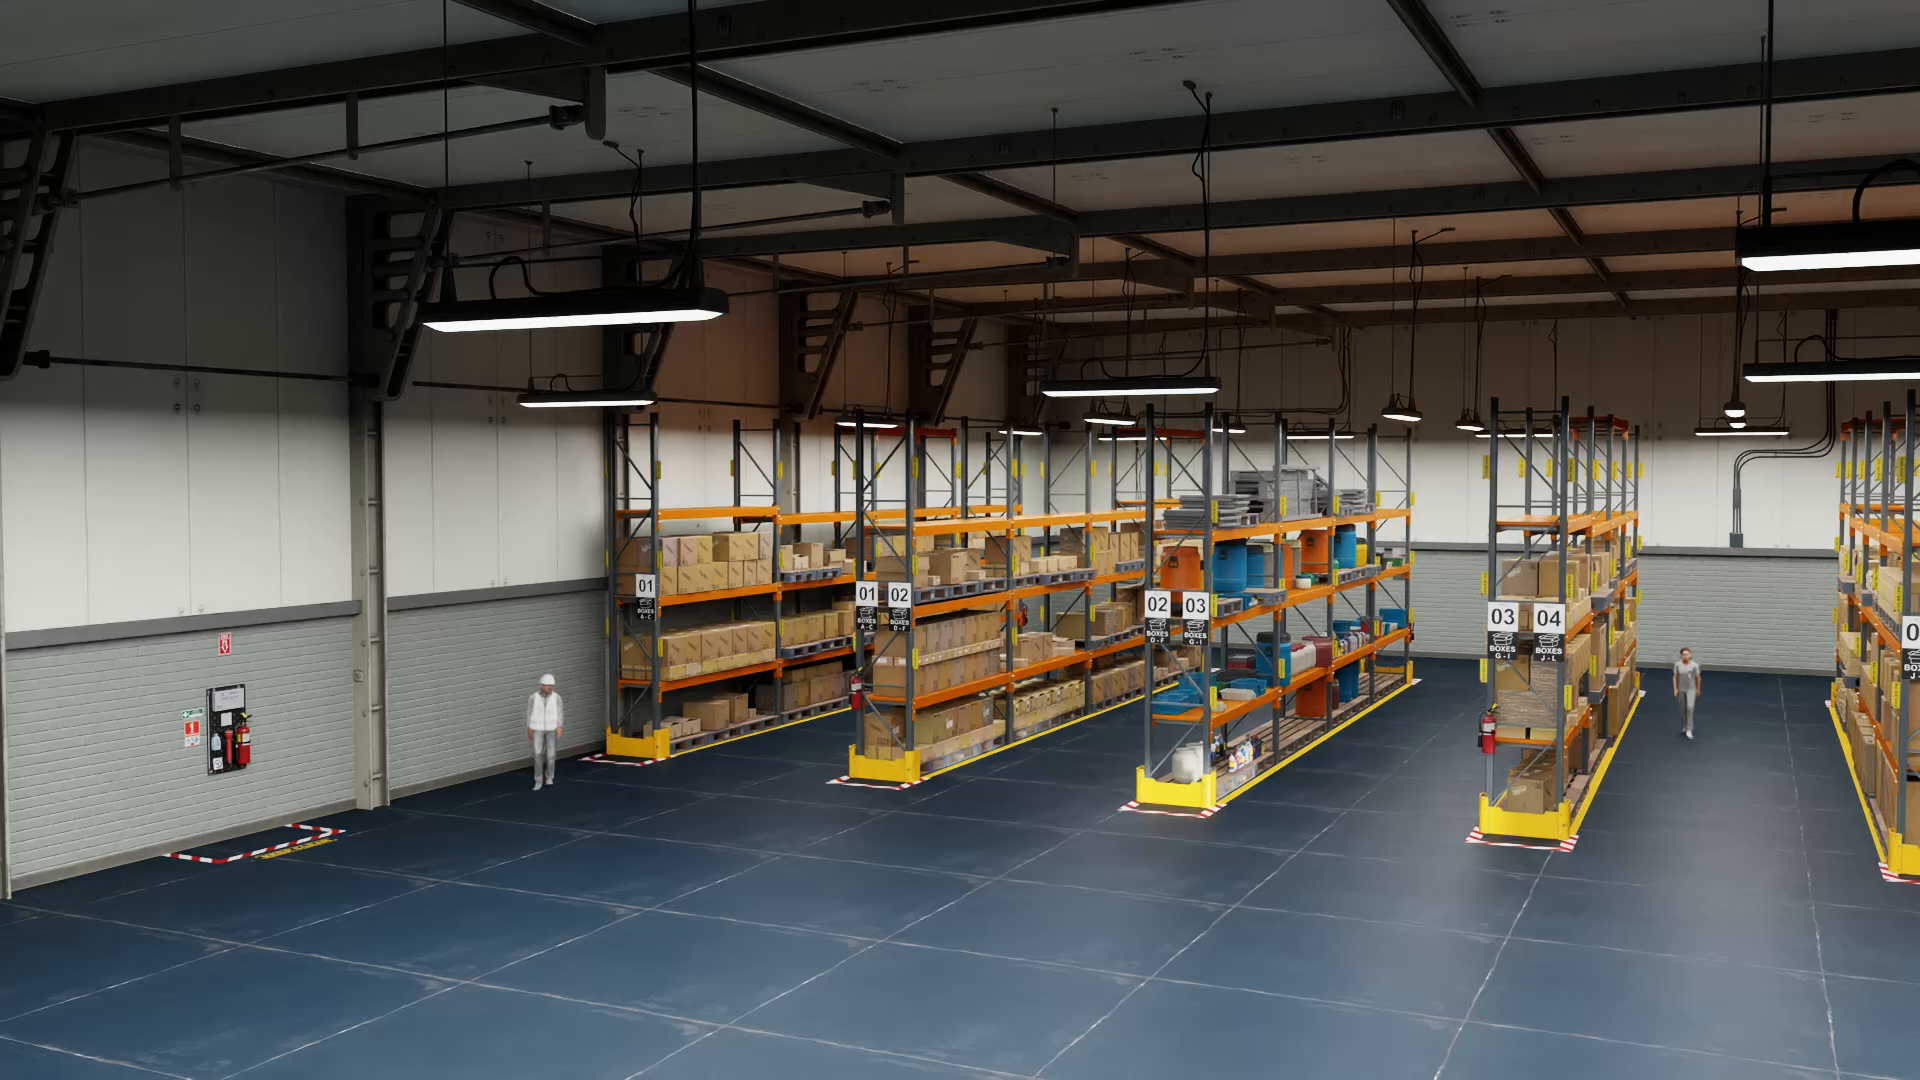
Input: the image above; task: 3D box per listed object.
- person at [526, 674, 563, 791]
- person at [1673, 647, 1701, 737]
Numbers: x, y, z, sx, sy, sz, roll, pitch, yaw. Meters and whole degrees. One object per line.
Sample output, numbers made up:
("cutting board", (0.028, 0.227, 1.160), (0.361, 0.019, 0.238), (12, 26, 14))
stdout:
("person", (-6.535, 3.037, 26.229), (0.565, 1.822, 0.598), (-1, 3, -19))
("person", (13.664, 2.841, 31.326), (0.459, 1.633, 0.905), (2, 3, 38))
